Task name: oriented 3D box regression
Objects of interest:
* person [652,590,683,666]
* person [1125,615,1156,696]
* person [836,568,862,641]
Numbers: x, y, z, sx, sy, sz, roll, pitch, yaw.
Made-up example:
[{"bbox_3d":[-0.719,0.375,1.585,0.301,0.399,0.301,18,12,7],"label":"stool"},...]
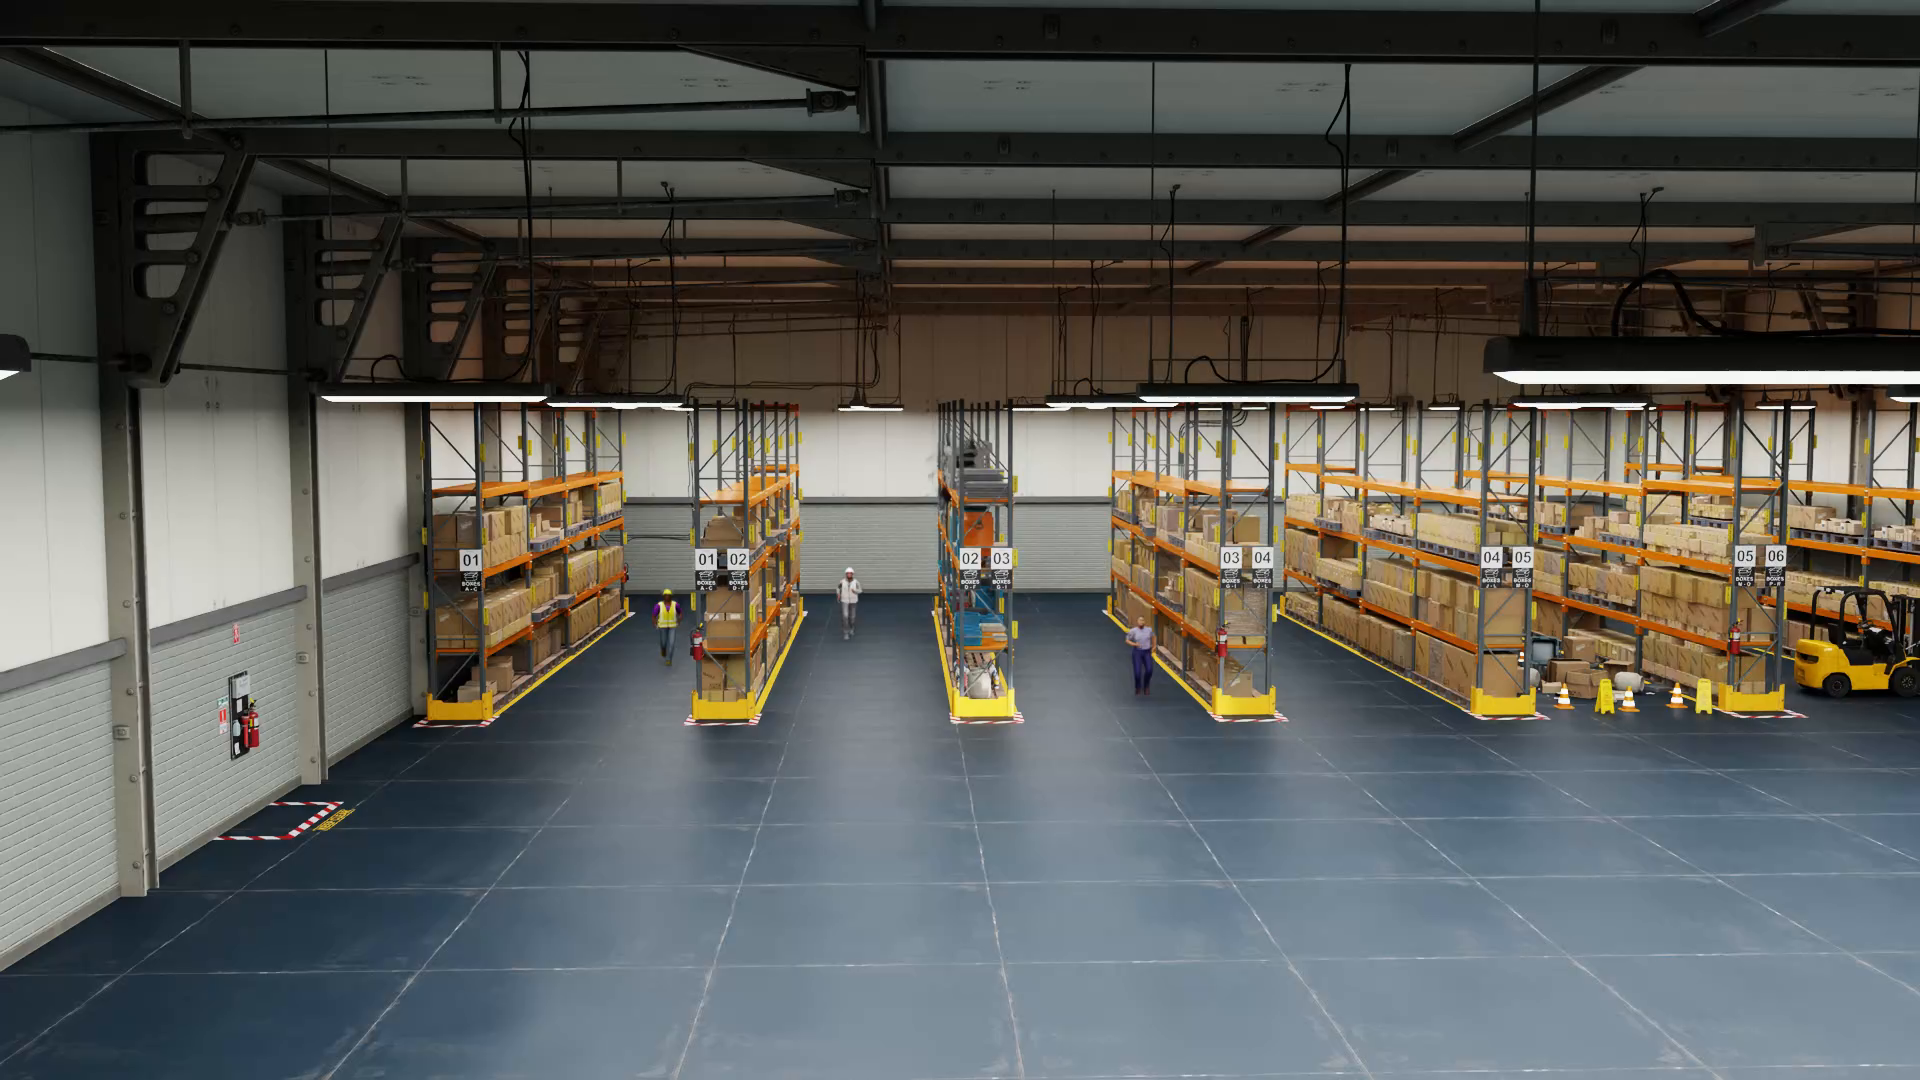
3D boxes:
[{"bbox_3d":[-6.657,1.990,37.927,0.710,1.733,0.723,-1,4,-14],"label":"person"},{"bbox_3d":[3.682,2.348,33.700,0.667,1.641,0.604,0,4,-4],"label":"person"},{"bbox_3d":[-2.822,1.609,42.384,0.635,1.817,0.836,-1,4,-9],"label":"person"}]
